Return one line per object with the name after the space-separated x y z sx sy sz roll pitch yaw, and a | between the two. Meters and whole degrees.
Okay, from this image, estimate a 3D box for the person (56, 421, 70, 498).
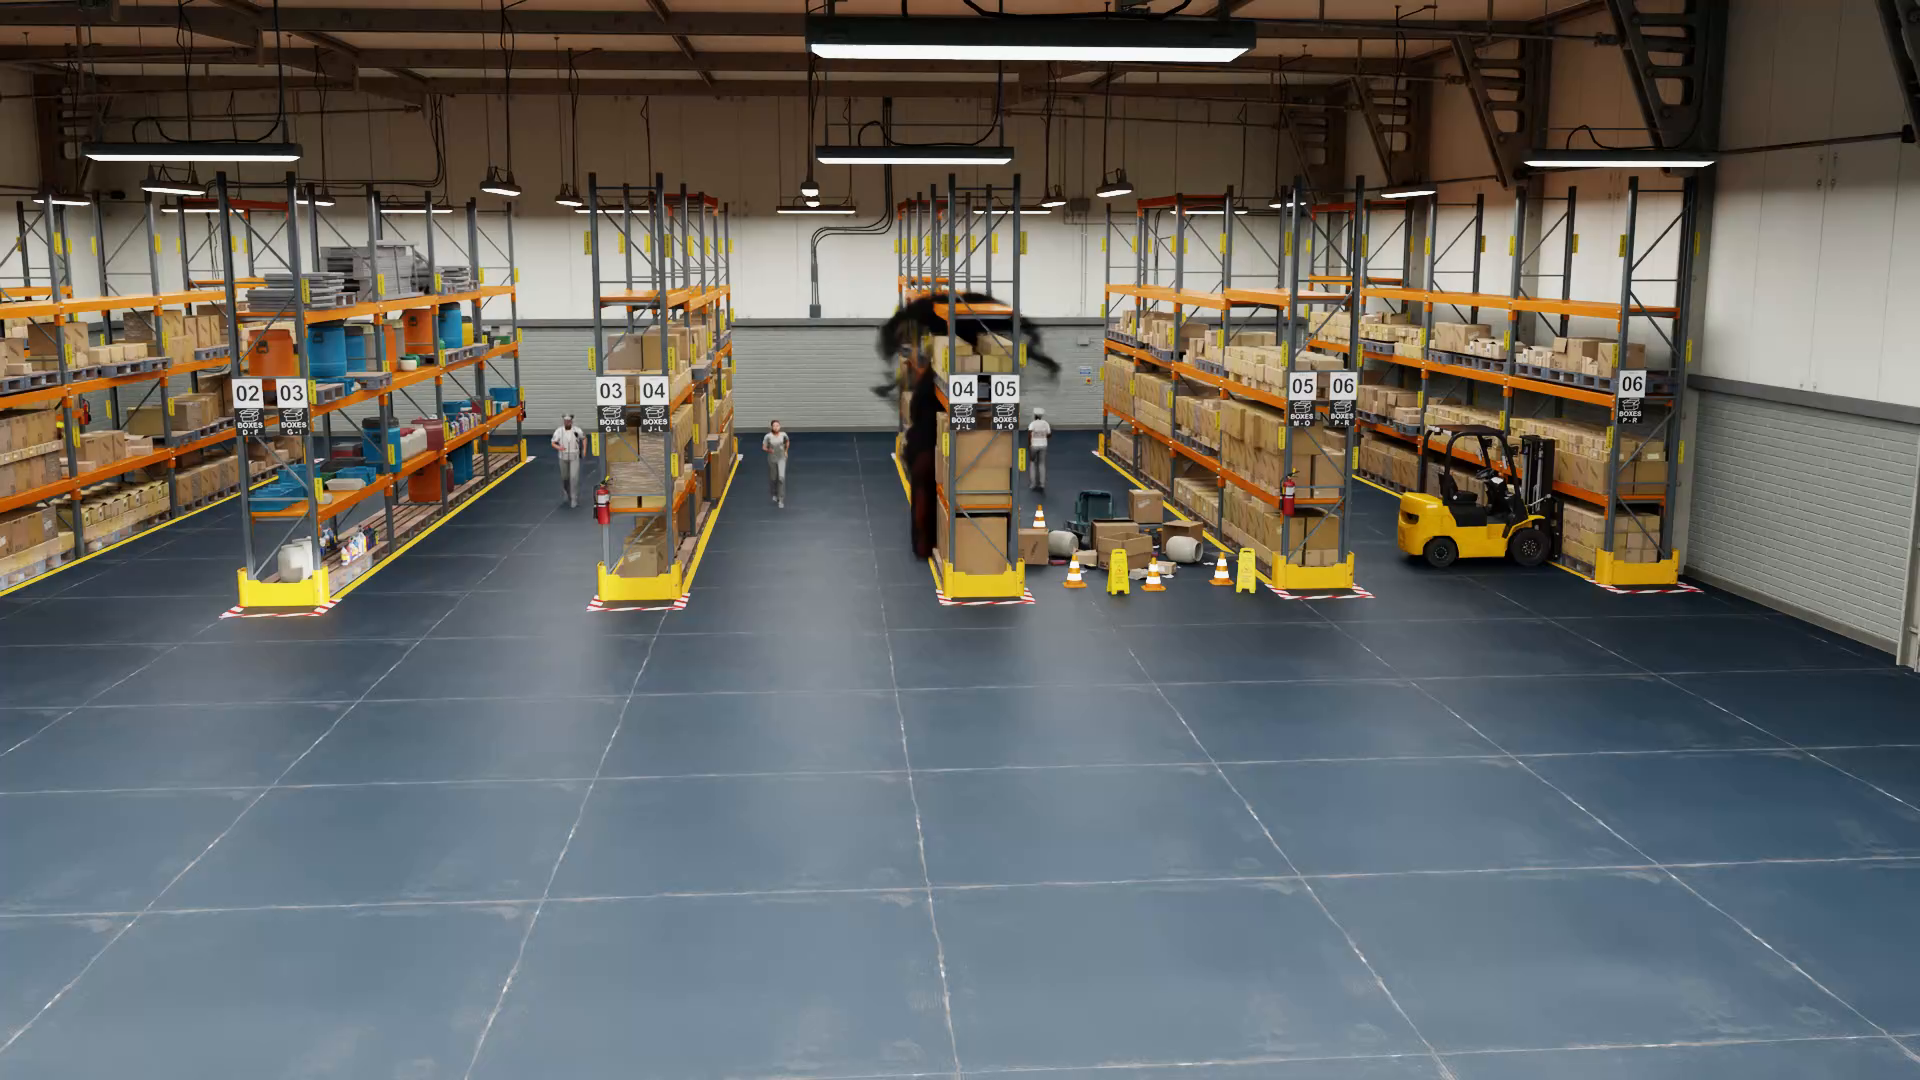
-16.841 -1.323 31.171 0.672 1.824 0.762 -1 10 -3 | person

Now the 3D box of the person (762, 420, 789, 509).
-3.581 -1.507 32.387 0.518 1.696 0.878 -1 10 -5 | person

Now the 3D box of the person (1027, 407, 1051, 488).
1.633 -1.891 34.636 0.563 1.747 0.736 -2 10 -9 | person

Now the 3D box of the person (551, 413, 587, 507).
-7.655 -1.591 32.614 0.683 1.815 0.872 -2 10 -11 | person
